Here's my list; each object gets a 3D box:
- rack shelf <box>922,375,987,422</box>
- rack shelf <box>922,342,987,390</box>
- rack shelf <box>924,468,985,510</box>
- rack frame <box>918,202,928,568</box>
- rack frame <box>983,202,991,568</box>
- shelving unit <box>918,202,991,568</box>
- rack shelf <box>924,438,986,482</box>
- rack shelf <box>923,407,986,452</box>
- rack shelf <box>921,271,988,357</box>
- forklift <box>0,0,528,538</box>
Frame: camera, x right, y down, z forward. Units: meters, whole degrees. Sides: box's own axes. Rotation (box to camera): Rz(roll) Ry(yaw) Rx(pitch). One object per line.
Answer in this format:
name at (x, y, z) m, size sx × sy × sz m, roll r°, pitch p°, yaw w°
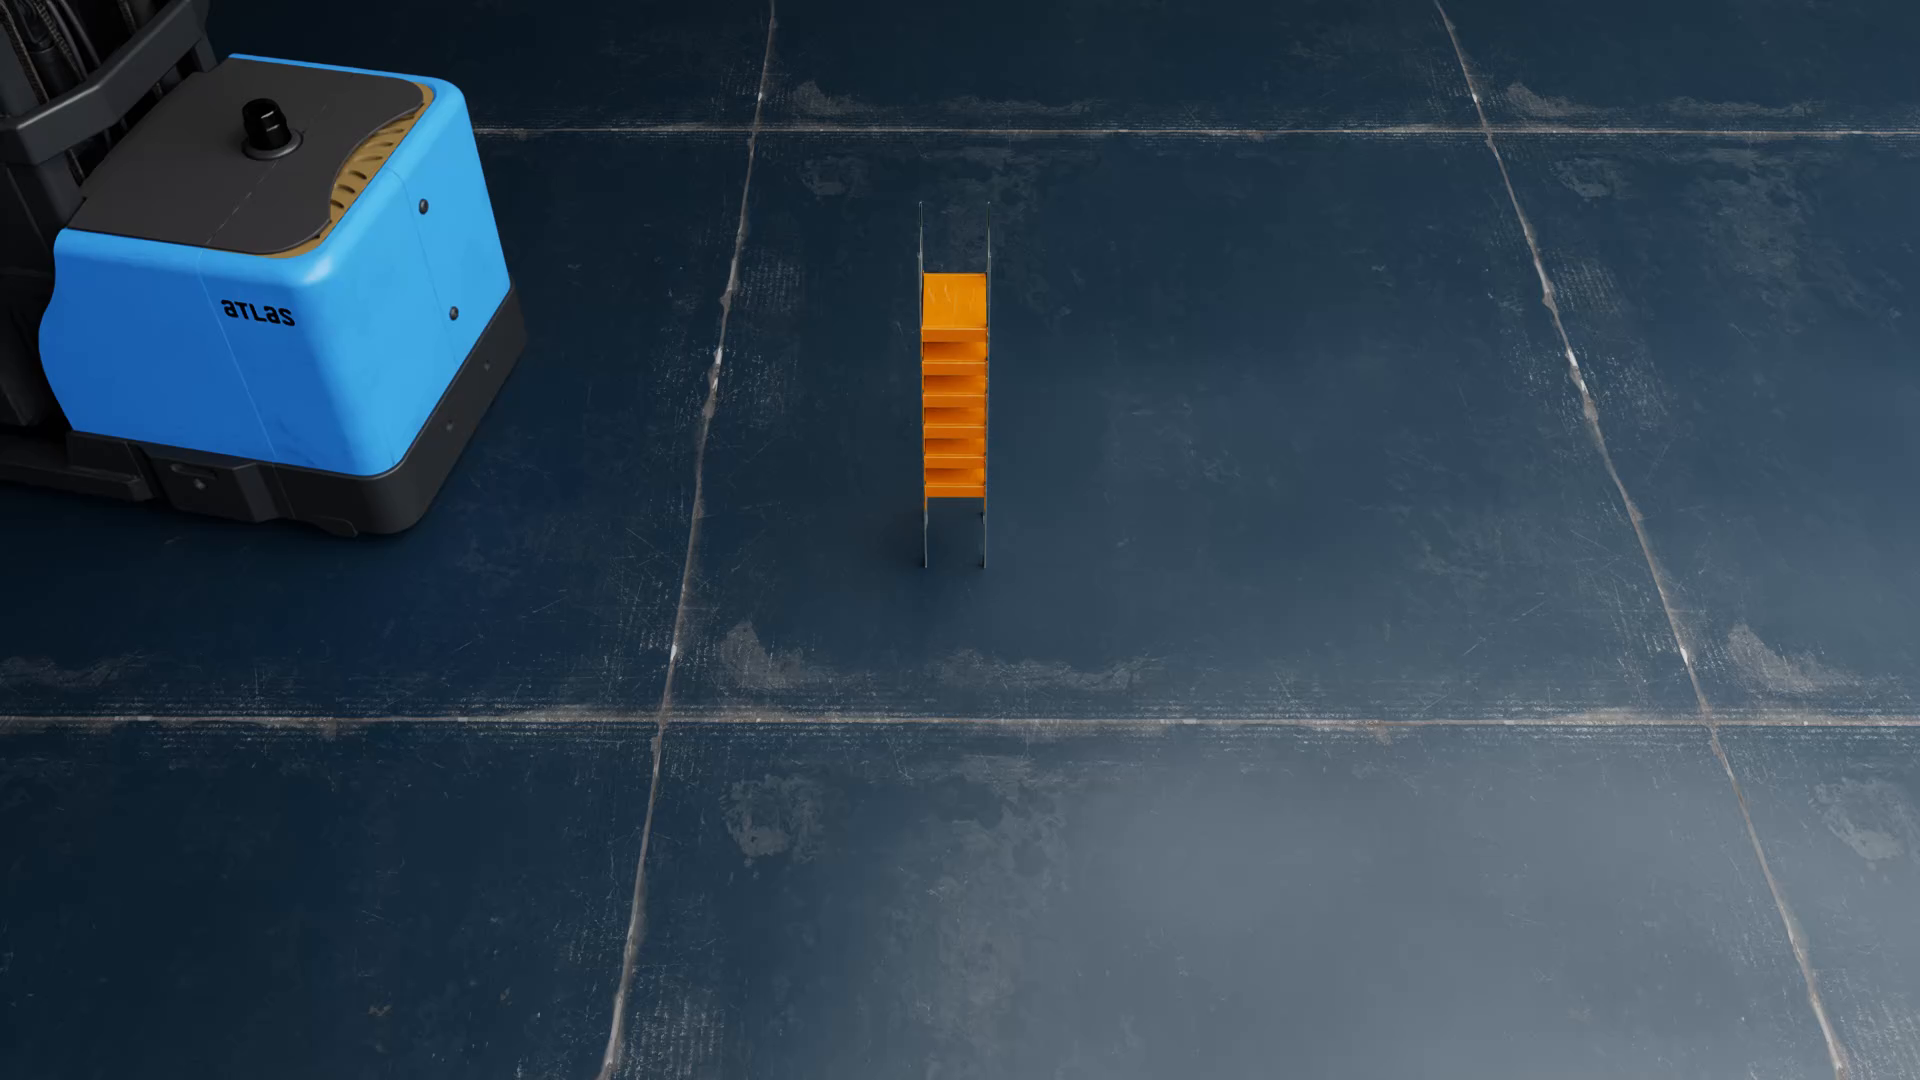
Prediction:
rack shelf at (-0.014, -0.460, 4.756) m, size 0.180 × 0.103 × 0.258 m, roll 0°, pitch 47°, yaw 0°
rack shelf at (-0.014, -0.542, 4.668) m, size 0.180 × 0.103 × 0.258 m, roll 0°, pitch 47°, yaw 0°
rack shelf at (-0.014, -0.215, 5.019) m, size 0.180 × 0.103 × 0.258 m, roll 0°, pitch 47°, yaw 0°
rack frame at (-0.106, -0.409, 4.811) m, size 0.006 × 1.200 × 0.240 m, roll 0°, pitch 47°, yaw 0°
rack frame at (0.077, -0.409, 4.811) m, size 0.006 × 1.200 × 0.240 m, roll 0°, pitch 47°, yaw 0°
shelving unit at (-0.014, -0.409, 4.811) m, size 0.189 × 1.200 × 0.258 m, roll 0°, pitch 47°, yaw 0°
rack shelf at (-0.014, -0.297, 4.931) m, size 0.180 × 0.103 × 0.258 m, roll 0°, pitch 47°, yaw 0°
rack shelf at (-0.014, -0.379, 4.843) m, size 0.180 × 0.103 × 0.258 m, roll 0°, pitch 47°, yaw 0°
rack shelf at (-0.014, -0.624, 4.580) m, size 0.180 × 0.103 × 0.258 m, roll 0°, pitch 47°, yaw 0°
forklift at (-3.077, -1.562, 4.702) m, size 3.031 × 2.935 × 1.130 m, roll 9°, pitch 48°, yaw 8°
